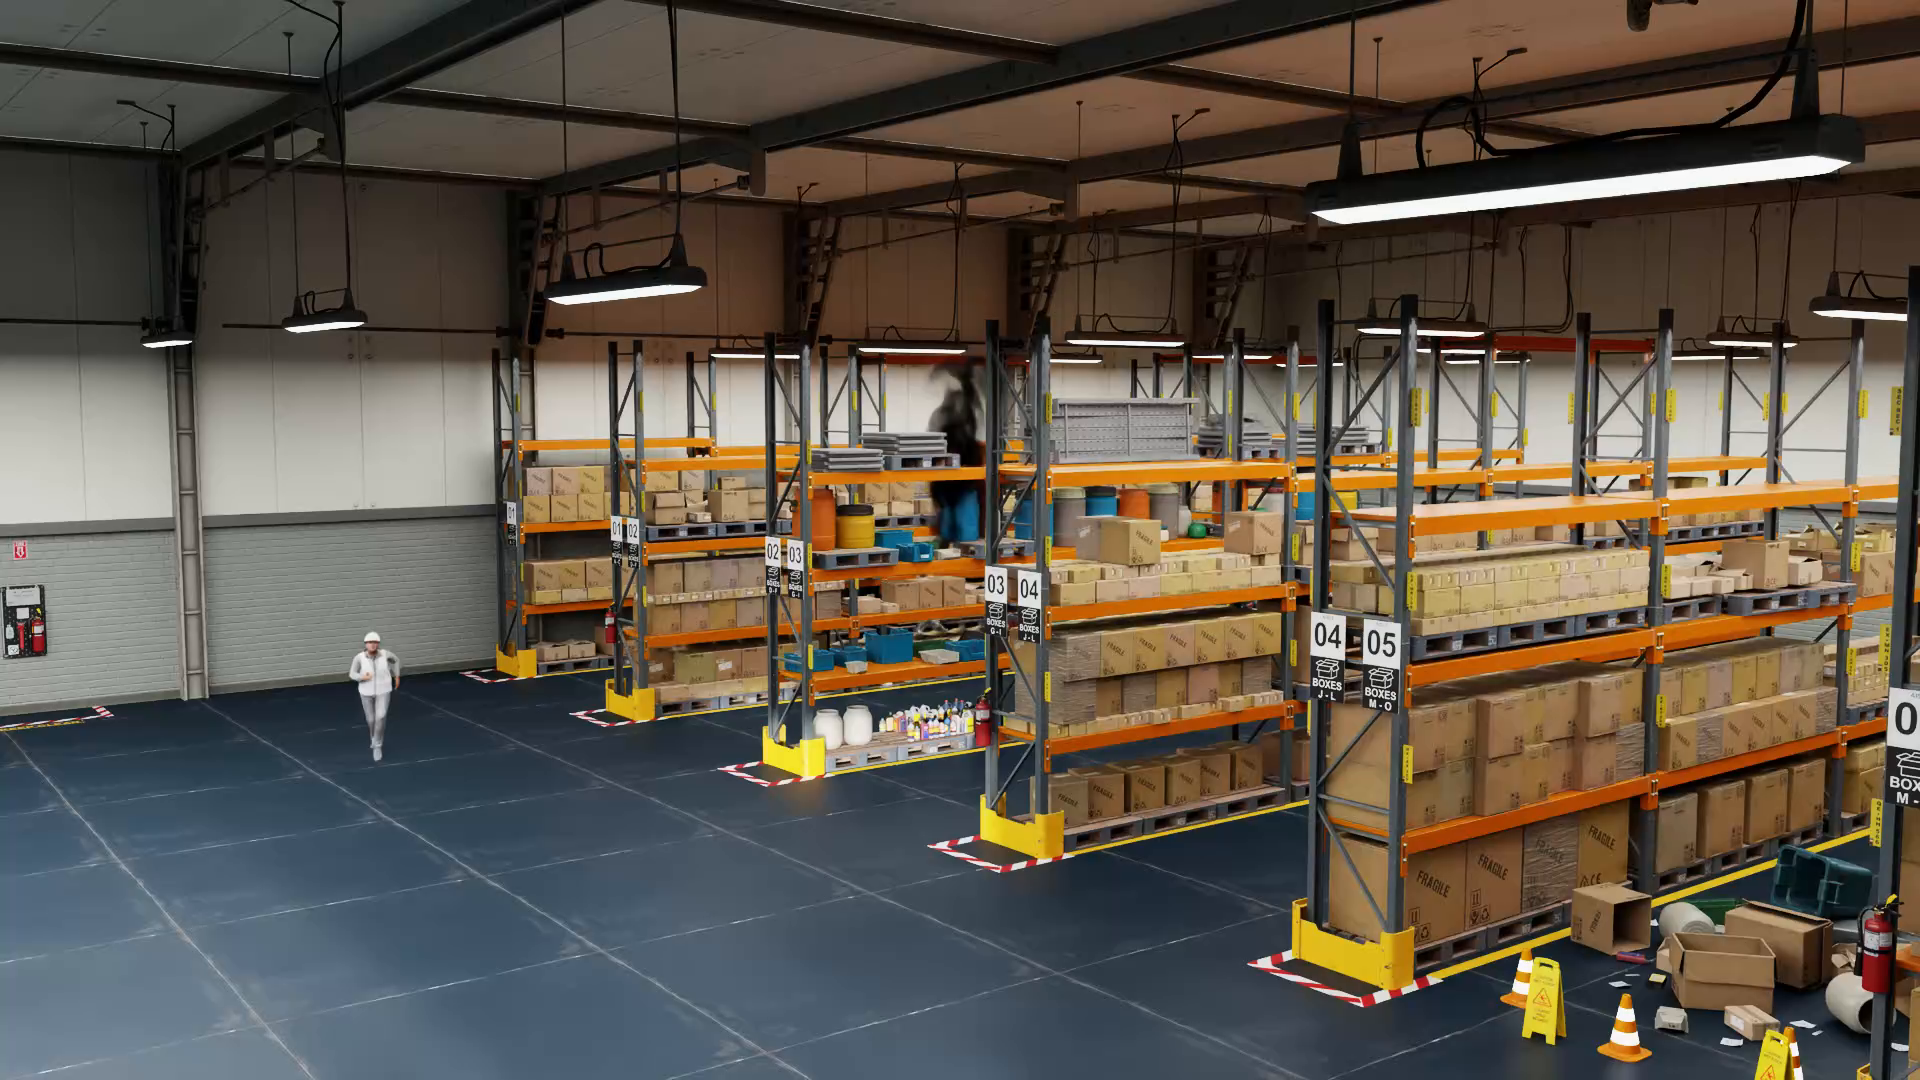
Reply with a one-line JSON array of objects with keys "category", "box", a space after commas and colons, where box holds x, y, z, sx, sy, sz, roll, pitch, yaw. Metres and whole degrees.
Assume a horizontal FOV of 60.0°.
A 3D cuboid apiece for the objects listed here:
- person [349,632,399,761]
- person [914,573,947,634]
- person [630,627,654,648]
[{"category": "person", "box": [-8.368, 2.205, 23.783, 0.677, 1.817, 0.884, -2, 5, -19]}, {"category": "person", "box": [-0.643, 1.332, 33.680, 0.658, 1.773, 1.135, 5, 7, 42]}, {"category": "person", "box": [-5.290, 1.833, 28.575, 0.768, 1.684, 0.588, -4, 6, -35]}]
